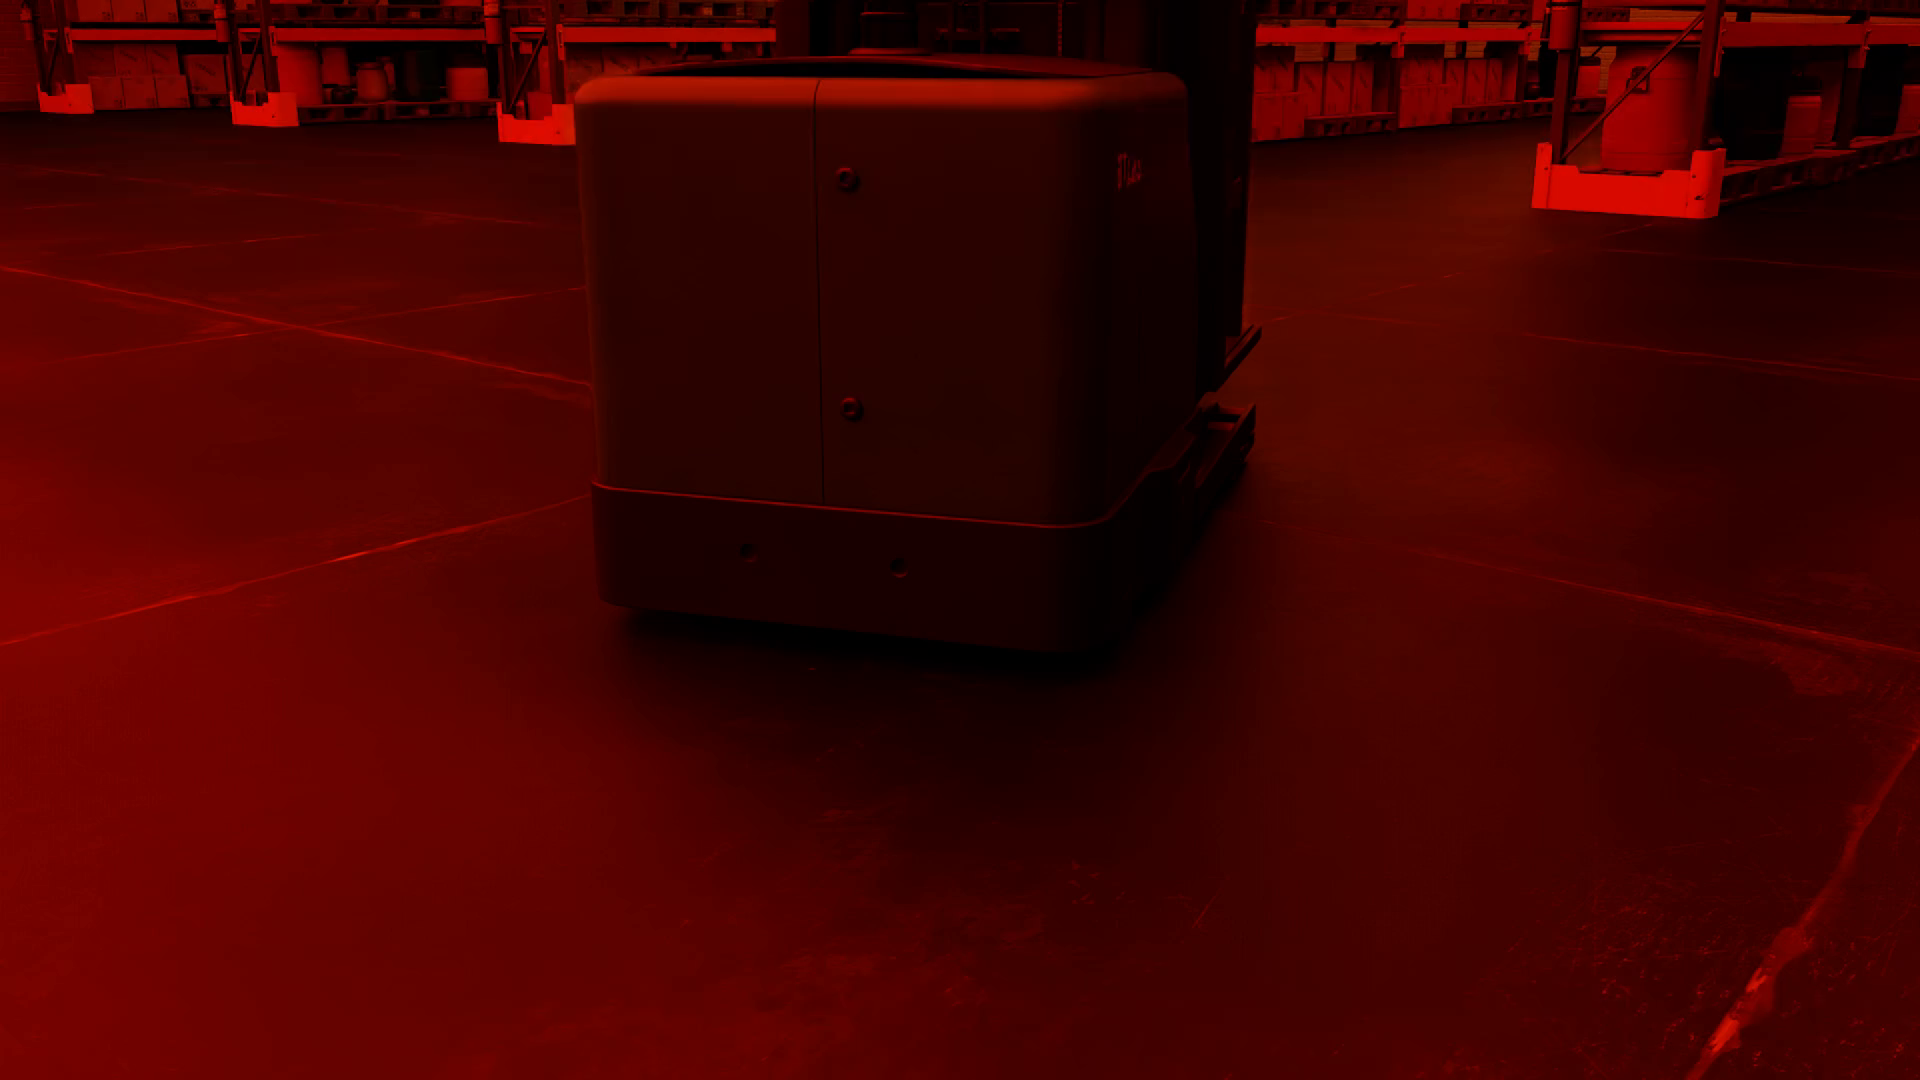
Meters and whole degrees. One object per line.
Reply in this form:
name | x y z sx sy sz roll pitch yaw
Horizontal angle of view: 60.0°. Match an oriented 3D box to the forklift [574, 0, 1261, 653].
forklift | 0.197 -1.585 4.118 1.130 2.935 3.031 5 18 17
